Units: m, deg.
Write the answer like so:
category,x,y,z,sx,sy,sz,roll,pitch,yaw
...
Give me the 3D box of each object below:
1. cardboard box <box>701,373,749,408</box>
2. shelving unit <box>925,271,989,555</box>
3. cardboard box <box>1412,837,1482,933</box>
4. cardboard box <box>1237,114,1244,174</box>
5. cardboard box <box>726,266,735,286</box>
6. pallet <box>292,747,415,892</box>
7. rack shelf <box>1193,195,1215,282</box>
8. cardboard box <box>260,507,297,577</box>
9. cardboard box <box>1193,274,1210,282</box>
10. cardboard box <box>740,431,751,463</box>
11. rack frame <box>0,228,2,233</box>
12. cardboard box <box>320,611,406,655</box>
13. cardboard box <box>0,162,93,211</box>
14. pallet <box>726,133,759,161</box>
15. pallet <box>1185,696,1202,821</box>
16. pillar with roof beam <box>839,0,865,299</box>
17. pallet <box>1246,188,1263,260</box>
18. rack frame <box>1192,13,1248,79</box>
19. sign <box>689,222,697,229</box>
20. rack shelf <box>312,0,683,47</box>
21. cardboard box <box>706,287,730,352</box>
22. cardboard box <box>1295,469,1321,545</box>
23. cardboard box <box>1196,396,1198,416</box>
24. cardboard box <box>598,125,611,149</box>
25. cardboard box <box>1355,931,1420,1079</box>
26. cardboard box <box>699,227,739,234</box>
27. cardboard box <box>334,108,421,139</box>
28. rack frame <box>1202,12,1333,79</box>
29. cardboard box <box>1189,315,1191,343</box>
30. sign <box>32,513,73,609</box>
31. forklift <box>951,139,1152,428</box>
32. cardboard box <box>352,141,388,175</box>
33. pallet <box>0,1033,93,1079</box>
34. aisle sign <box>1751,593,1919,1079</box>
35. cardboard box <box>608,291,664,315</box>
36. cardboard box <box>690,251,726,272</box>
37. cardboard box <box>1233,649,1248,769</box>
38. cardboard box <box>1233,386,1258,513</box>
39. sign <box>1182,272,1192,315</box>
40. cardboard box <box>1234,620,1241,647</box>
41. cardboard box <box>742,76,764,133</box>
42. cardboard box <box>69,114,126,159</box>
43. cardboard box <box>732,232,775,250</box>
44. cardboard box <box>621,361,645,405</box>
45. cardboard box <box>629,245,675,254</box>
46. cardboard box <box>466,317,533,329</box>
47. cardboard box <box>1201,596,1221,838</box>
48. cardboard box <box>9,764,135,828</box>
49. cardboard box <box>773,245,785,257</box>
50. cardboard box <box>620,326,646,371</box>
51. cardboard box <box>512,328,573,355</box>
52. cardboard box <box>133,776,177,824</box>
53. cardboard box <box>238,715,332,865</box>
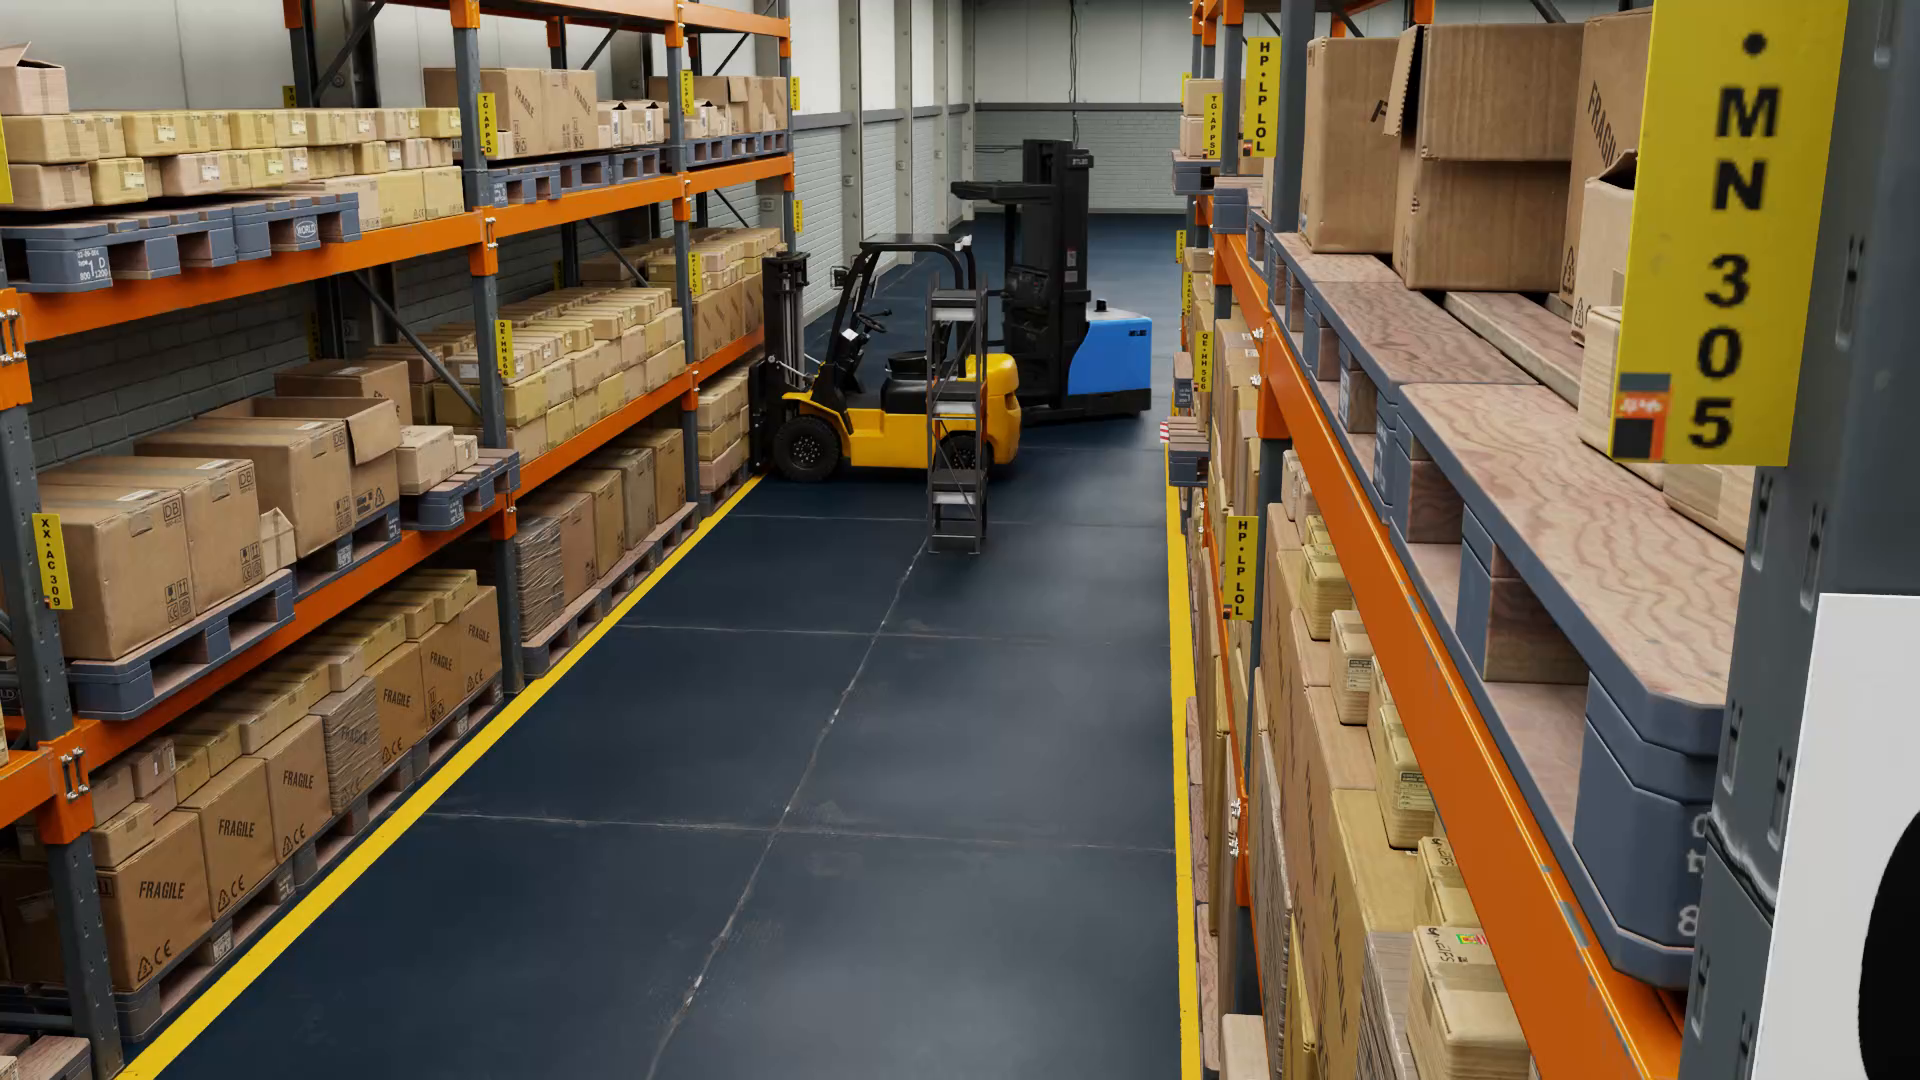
category,x,y,z,sx,sy,sz,roll,pitch,yaw
cardboard box,-2.159,-1.335,14.901,0.500,0.250,0.500,2,15,8
shelving unit,-0.019,-0.971,12.729,0.431,2.100,0.503,2,15,6
cardboard box,0.801,0.515,2.161,0.380,0.149,0.250,2,15,8
cardboard box,1.987,-2.311,10.017,0.797,0.503,0.637,2,15,6
cardboard box,-2.179,-2.301,14.491,0.380,0.149,0.250,2,15,6
pallet,-3.352,1.292,7.978,1.003,0.211,1.213,2,15,6
rack shelf,2.069,-2.036,10.577,1.077,0.370,4.000,2,15,6
cardboard box,-3.003,-0.011,6.910,0.396,0.266,0.258,2,15,9
cardboard box,1.900,-1.606,11.787,0.500,0.500,0.500,2,15,6
cardboard box,-2.170,-0.856,15.045,0.500,0.250,0.500,2,15,7
rack frame,-3.541,-2.420,4.873,1.000,3.000,0.127,2,15,6
cardboard box,-3.042,0.470,8.417,0.380,0.149,0.250,2,15,8
cardboard box,-3.112,-1.168,5.473,0.380,0.149,0.250,2,15,7
pallet,-2.427,-3.542,14.938,1.003,0.211,1.213,2,15,6
pallet,1.679,1.132,8.572,1.003,0.211,1.213,2,15,6
pillar with roof beam,2.471,-8.364,26.855,9.100,9.000,0.400,2,15,6
pallet,1.700,-1.315,6.893,1.003,0.211,1.213,2,15,9
rack frame,2.746,-5.387,15.846,1.000,3.000,0.127,2,15,6
sign,-2.738,-3.111,17.109,0.100,0.325,0.005,2,15,6
rack shelf,-2.864,-3.436,10.775,1.077,0.370,4.000,2,15,6
cardboard box,-2.286,-1.890,14.215,0.500,0.500,0.500,2,15,7
cardboard box,1.085,-0.082,4.369,0.380,0.149,0.250,2,15,7
cardboard box,1.625,-0.793,10.026,0.380,0.149,0.250,1,15,4
cardboard box,-2.548,-2.683,11.076,0.380,0.149,0.250,2,15,6
cardboard box,0.788,0.859,2.132,0.500,0.500,0.500,2,15,6
cardboard box,-2.437,-3.061,16.731,0.380,0.149,0.250,1,15,5
cardboard box,-2.969,-2.110,8.428,0.380,0.149,0.250,1,15,4
rack frame,2.294,-4.350,12.010,1.000,3.000,0.127,2,15,6
cardboard box,2.149,-1.902,13.689,0.500,0.500,0.500,2,15,8
sign,-3.001,0.072,5.492,0.100,0.325,0.005,2,15,6
forklift,0.528,-2.730,17.642,3.031,2.935,1.130,-7,17,-24
cardboard box,-2.979,-1.831,7.964,0.380,0.149,0.250,2,15,6
pallet,-3.619,2.000,5.362,1.003,0.211,1.213,2,15,6
aisle sign,0.624,0.413,0.908,0.394,0.787,0.004,2,15,6
cardboard box,-2.467,-1.798,12.631,0.380,0.149,0.250,1,15,5
cardboard box,-2.217,-2.379,14.209,0.380,0.149,0.250,2,15,8
cardboard box,1.192,0.570,5.597,0.500,0.250,0.500,1,15,5
cardboard box,1.320,-0.299,6.413,0.500,0.500,0.500,2,15,8
sign,1.754,-1.886,12.731,0.100,0.325,0.005,2,15,6
cardboard box,1.249,0.201,6.003,0.500,0.250,0.500,2,15,8
cardboard box,-2.210,-3.999,15.271,0.700,0.500,0.500,2,15,7
cardboard box,-3.112,-1.381,5.693,0.380,0.149,0.250,2,15,7
cardboard box,-2.017,-2.909,16.170,0.380,0.149,0.250,2,15,8
cardboard box,-2.573,-1.130,11.882,0.500,0.250,0.500,2,15,7
cardboard box,-2.726,-2.527,14.757,0.380,0.149,0.250,2,15,6
cardboard box,-3.100,-1.412,11.204,0.380,0.149,0.250,2,15,8
cardboard box,1.578,0.814,7.670,0.875,0.875,0.875,2,15,7
cardboard box,-3.296,0.936,6.126,0.380,0.149,0.250,1,15,5
cardboard box,-1.947,-2.833,16.457,0.380,0.149,0.250,2,15,7
cardboard box,-2.554,-1.367,11.801,0.500,0.250,0.500,2,15,7
cardboard box,-2.713,-1.268,10.671,0.380,0.149,0.250,2,15,7
cardboard box,-3.282,1.007,6.432,0.380,0.149,0.250,1,15,5
cardboard box,-3.152,1.093,7.357,0.500,0.500,0.500,1,15,5
